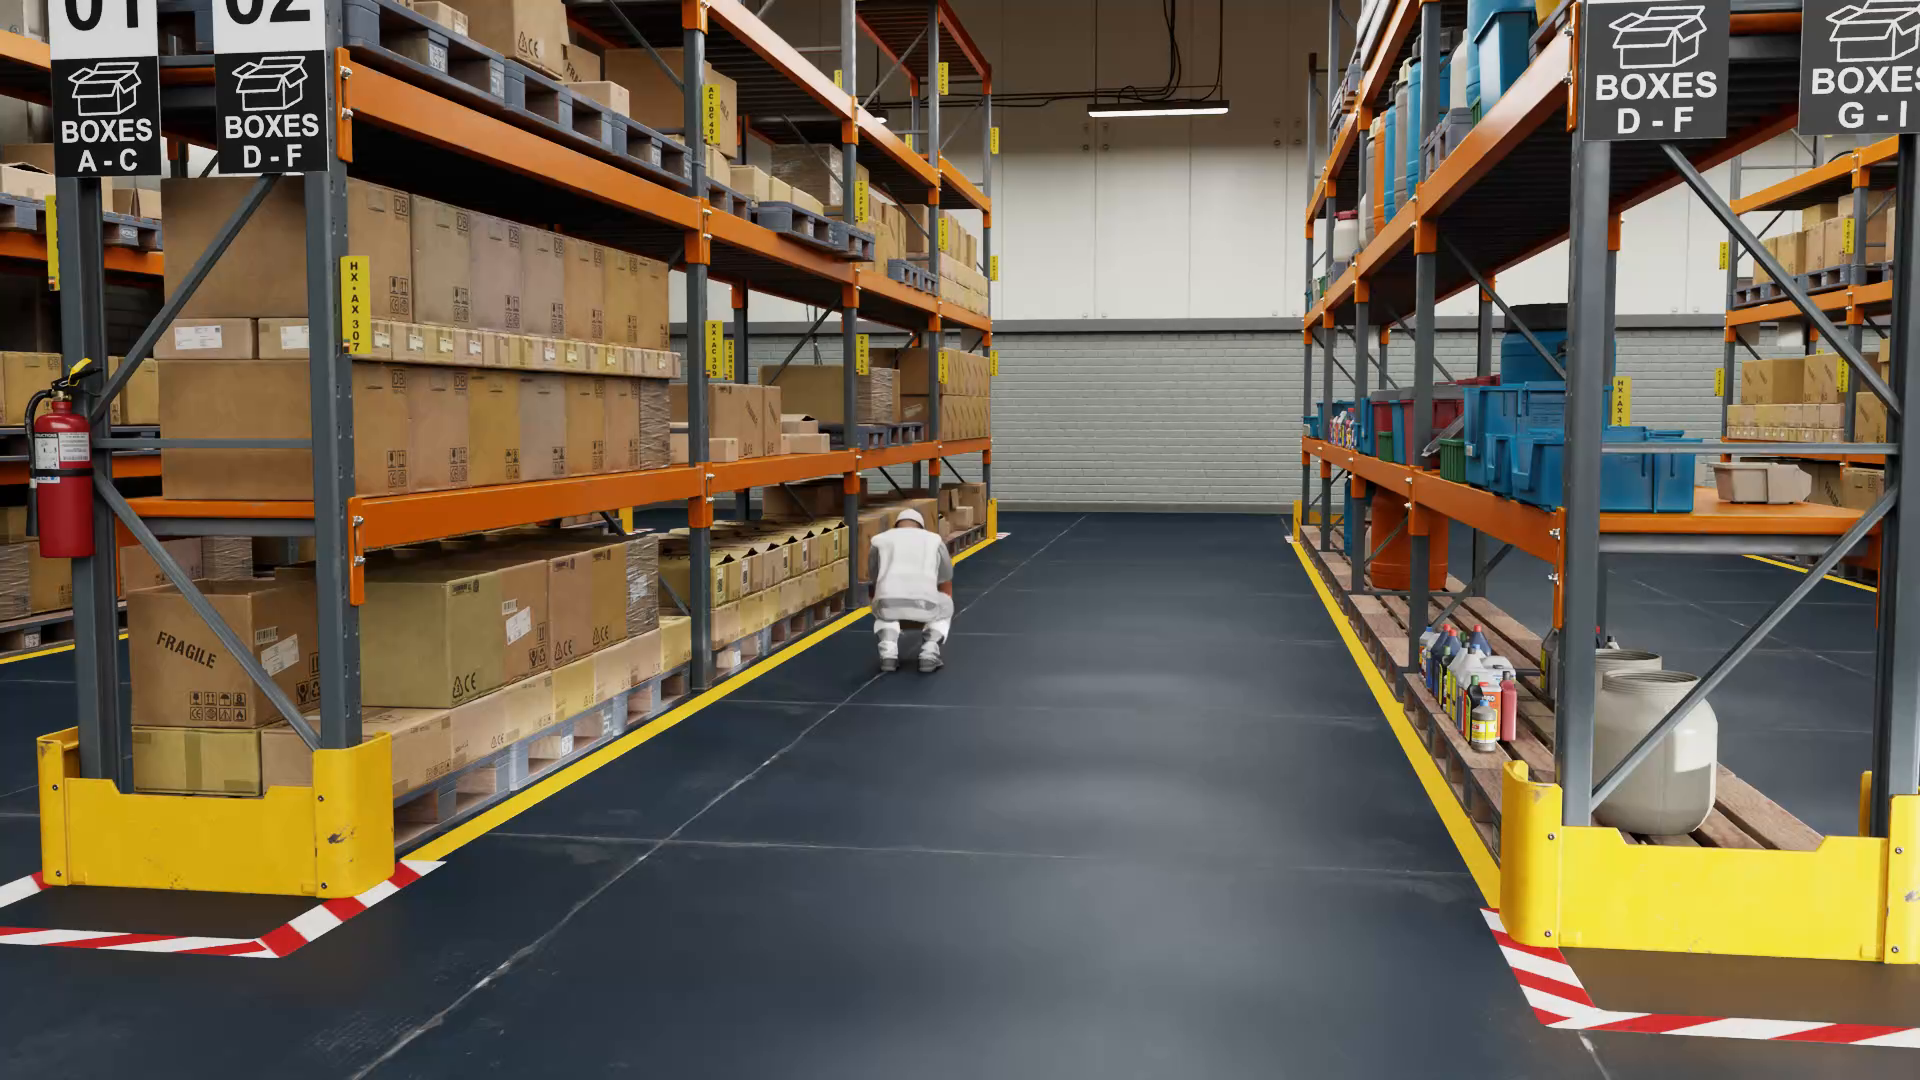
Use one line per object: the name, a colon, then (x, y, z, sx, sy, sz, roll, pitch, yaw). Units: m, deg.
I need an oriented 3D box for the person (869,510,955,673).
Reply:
person: (-0.315, 0.314, 10.594, 0.567, 0.990, 0.882, 1, 4, 8)
